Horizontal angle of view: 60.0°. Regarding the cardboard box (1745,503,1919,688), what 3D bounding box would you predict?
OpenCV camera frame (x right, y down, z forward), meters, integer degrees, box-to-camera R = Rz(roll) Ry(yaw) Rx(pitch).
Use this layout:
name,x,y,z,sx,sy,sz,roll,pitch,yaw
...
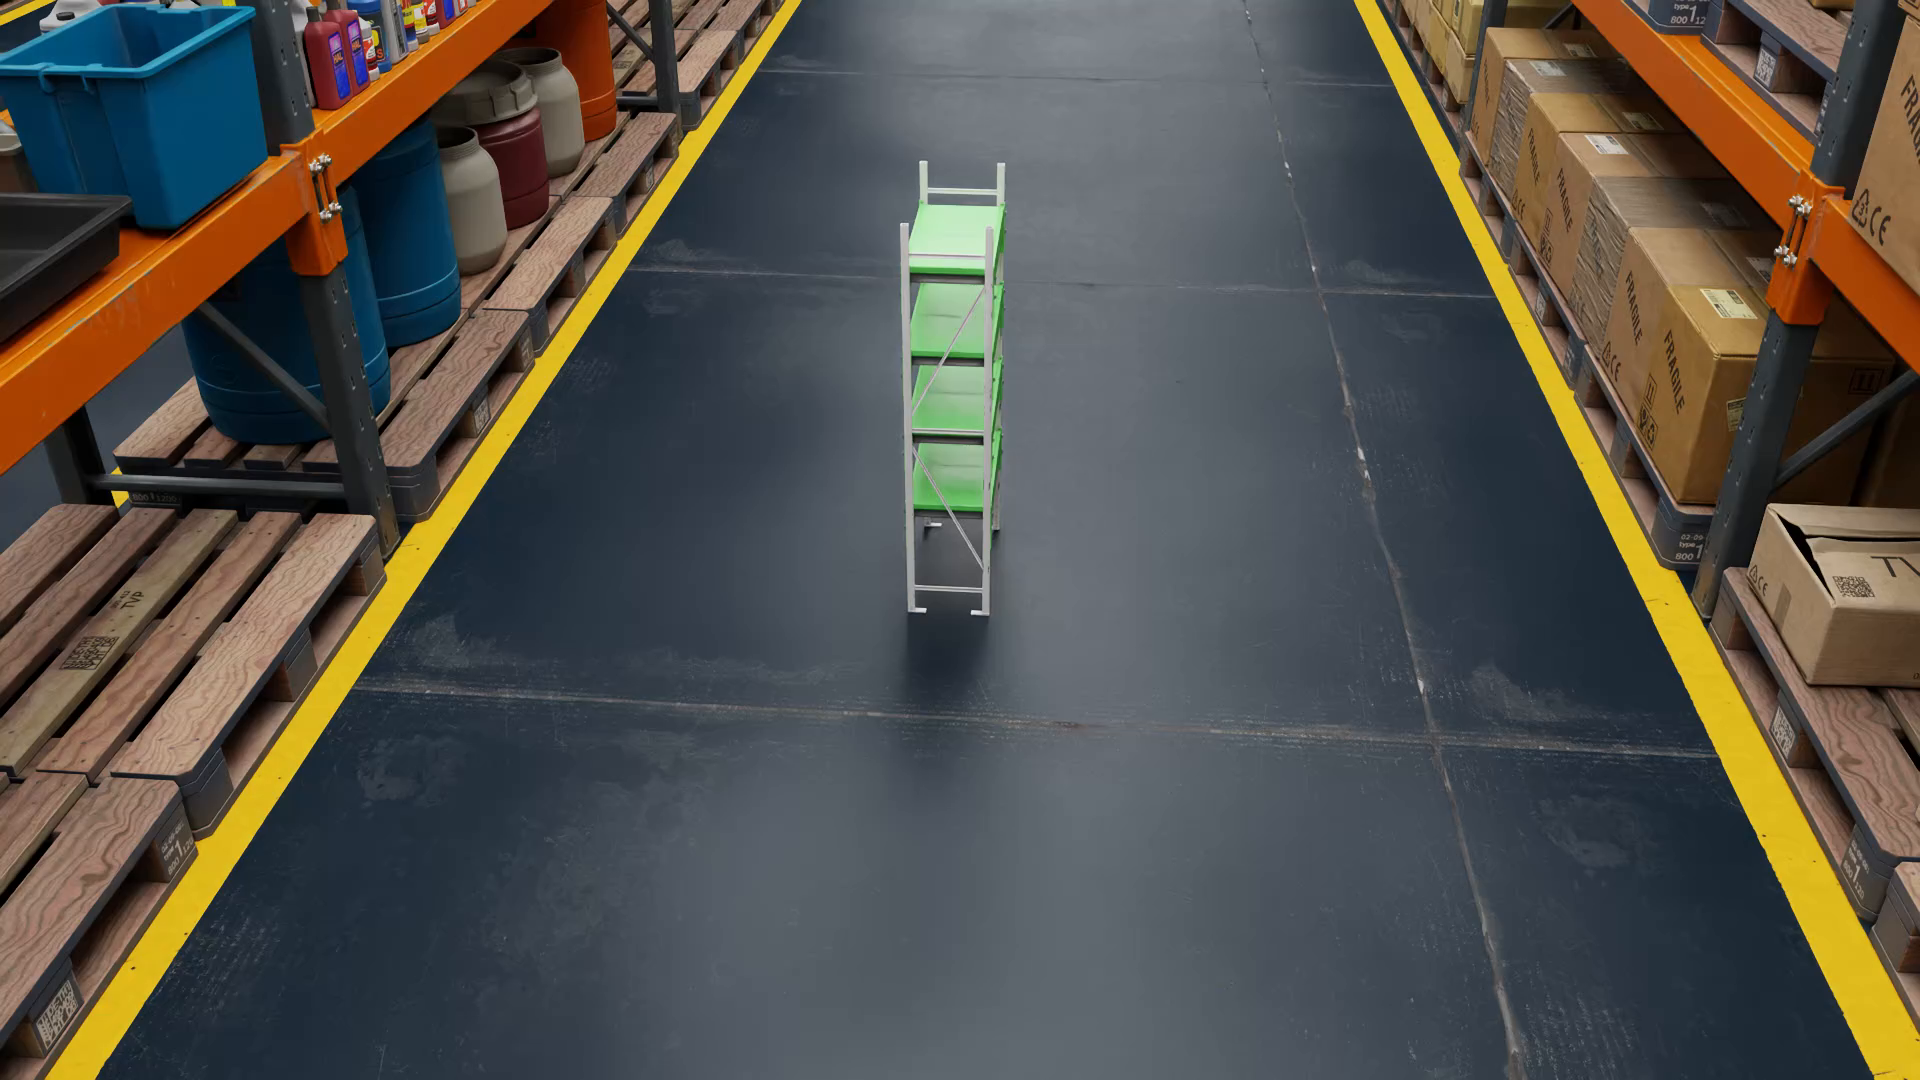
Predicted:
name,x,y,z,sx,sy,sz,roll,pitch,yaw
cardboard box,2.423,0.119,4.342,0.500,0.311,0.500,2,32,4

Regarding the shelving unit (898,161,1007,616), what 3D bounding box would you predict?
name,x,y,z,sx,sy,sz,roll,pitch,yaw
shelving unit,-0.013,-0.424,4.795,0.258,1.200,0.503,2,32,4

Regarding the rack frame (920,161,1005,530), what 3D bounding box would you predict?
name,x,y,z,sx,sy,sz,roll,pitch,yaw
rack frame,0.006,-0.552,5.002,0.240,1.200,0.015,2,32,4

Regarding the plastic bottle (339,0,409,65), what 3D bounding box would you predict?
name,x,y,z,sx,sy,sz,roll,pitch,yaw
plastic bottle,-1.817,-1.627,5.149,0.152,0.276,0.135,2,32,4

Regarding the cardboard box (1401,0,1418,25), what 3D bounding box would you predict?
name,x,y,z,sx,sy,sz,roll,pitch,yaw
cardboard box,2.919,-3.236,9.862,0.500,0.250,0.500,3,32,5

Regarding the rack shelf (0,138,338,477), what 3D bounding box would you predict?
name,x,y,z,sx,sy,sz,roll,pitch,yaw
rack shelf,-2.427,0.090,2.931,1.077,0.370,4.000,2,32,4

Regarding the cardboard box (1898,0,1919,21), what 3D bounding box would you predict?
name,x,y,z,sx,sy,sz,roll,pitch,yaw
cardboard box,2.354,-1.283,3.424,0.500,0.500,0.500,3,32,5

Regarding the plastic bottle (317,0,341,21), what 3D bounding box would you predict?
name,x,y,z,sx,sy,sz,roll,pitch,yaw
plastic bottle,-1.943,-1.590,5.161,0.097,0.201,0.097,0,32,0

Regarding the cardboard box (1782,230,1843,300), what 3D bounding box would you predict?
name,x,y,z,sx,sy,sz,roll,pitch,yaw
cardboard box,2.987,-0.694,5.480,0.500,0.500,0.500,3,32,5

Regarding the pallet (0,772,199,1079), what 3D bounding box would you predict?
name,x,y,z,sx,sy,sz,roll,pitch,yaw
pallet,-2.382,0.951,3.506,1.003,0.211,1.213,2,32,4

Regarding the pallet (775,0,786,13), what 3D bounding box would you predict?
name,x,y,z,sx,sy,sz,roll,pitch,yaw
pallet,-1.638,-3.846,11.290,1.003,0.211,1.213,2,32,4

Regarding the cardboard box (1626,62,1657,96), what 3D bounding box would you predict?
name,x,y,z,sx,sy,sz,roll,pitch,yaw
cardboard box,3.156,-1.764,7.217,0.500,0.500,0.500,4,32,6

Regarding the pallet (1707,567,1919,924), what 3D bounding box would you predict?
name,x,y,z,sx,sy,sz,roll,pitch,yaw
pallet,2.616,0.497,4.242,1.003,0.211,1.213,2,32,4

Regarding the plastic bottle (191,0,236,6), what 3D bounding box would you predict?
name,x,y,z,sx,sy,sz,roll,pitch,yaw
plastic bottle,-2.372,-1.730,5.245,0.144,0.351,0.185,2,32,4

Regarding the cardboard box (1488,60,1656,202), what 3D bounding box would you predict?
name,x,y,z,sx,sy,sz,roll,pitch,yaw
cardboard box,2.639,-1.764,7.216,0.500,0.500,0.500,1,32,2

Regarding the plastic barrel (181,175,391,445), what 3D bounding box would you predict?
name,x,y,z,sx,sy,sz,roll,pitch,yaw
plastic barrel,-2.203,-0.832,5.340,0.600,0.901,0.708,2,32,4

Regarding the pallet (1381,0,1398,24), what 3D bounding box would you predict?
name,x,y,z,sx,sy,sz,roll,pitch,yaw
pallet,3.303,-3.658,10.984,1.003,0.211,1.213,2,32,4

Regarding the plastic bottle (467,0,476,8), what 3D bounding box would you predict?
name,x,y,z,sx,sy,sz,roll,pitch,yaw
plastic bottle,-1.734,-1.947,5.740,0.097,0.201,0.097,0,32,0

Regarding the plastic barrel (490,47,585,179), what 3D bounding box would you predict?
name,x,y,z,sx,sy,sz,roll,pitch,yaw
plastic barrel,-1.918,-1.918,7.474,0.421,0.512,0.421,0,32,0

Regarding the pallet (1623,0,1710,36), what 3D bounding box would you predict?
name,x,y,z,sx,sy,sz,roll,pitch,yaw
pallet,2.845,-2.042,5.887,1.003,0.211,1.213,2,32,4

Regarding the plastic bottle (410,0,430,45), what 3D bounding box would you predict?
name,x,y,z,sx,sy,sz,roll,pitch,yaw
plastic bottle,-1.772,-1.705,5.347,0.097,0.201,0.097,0,32,0

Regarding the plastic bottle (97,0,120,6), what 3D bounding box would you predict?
name,x,y,z,sx,sy,sz,roll,pitch,yaw
plastic bottle,-2.581,-1.556,5.026,0.061,0.283,0.133,2,32,4

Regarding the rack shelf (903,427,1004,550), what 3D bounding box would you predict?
name,x,y,z,sx,sy,sz,roll,pitch,yaw
rack shelf,-0.013,-0.166,4.954,0.258,0.148,0.480,2,32,4

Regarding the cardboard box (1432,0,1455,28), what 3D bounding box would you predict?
name,x,y,z,sx,sy,sz,roll,pitch,yaw
cardboard box,2.831,-2.944,8.854,0.500,0.311,0.500,2,32,3

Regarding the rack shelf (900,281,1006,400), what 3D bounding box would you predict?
name,x,y,z,sx,sy,sz,roll,pitch,yaw
rack shelf,-0.013,-0.574,4.702,0.258,0.148,0.480,2,32,4

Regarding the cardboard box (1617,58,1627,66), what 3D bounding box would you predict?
name,x,y,z,sx,sy,sz,roll,pitch,yaw
cardboard box,3.334,-2.410,8.522,0.500,0.250,0.500,2,32,4

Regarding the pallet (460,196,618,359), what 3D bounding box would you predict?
name,x,y,z,sx,sy,sz,roll,pitch,yaw
pallet,-2.063,-1.117,6.861,1.003,0.211,1.213,2,32,4

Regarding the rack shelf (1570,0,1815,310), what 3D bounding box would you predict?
name,x,y,z,sx,sy,sz,roll,pitch,yaw
rack shelf,2.835,-1.788,5.979,1.077,0.370,4.000,2,32,4

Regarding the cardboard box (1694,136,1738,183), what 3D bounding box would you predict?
name,x,y,z,sx,sy,sz,roll,pitch,yaw
cardboard box,3.077,-1.219,6.333,0.500,0.500,0.500,1,32,2

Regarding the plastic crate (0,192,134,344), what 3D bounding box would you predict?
name,x,y,z,sx,sy,sz,roll,pitch,yaw
plastic crate,-2.087,-0.574,3.527,0.437,0.125,0.590,2,32,4

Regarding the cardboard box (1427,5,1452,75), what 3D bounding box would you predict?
name,x,y,z,sx,sy,sz,roll,pitch,yaw
cardboard box,2.836,-2.704,8.999,0.500,0.250,0.500,2,32,3

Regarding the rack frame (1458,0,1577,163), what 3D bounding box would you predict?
name,x,y,z,sx,sy,sz,roll,pitch,yaw
rack frame,2.998,-3.140,7.487,1.000,3.000,0.127,2,32,4

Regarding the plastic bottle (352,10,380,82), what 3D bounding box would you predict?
name,x,y,z,sx,sy,sz,roll,pitch,yaw
plastic bottle,-1.807,-1.482,4.985,0.097,0.201,0.097,0,32,0

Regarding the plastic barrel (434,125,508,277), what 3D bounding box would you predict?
name,x,y,z,sx,sy,sz,roll,pitch,yaw
plastic barrel,-2.010,-1.327,6.516,0.421,0.512,0.421,0,32,0

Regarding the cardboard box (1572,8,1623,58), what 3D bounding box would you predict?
name,x,y,z,sx,sy,sz,roll,pitch,yaw
cardboard box,3.334,-2.649,8.375,0.500,0.311,0.500,3,32,6

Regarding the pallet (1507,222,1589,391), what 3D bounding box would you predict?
name,x,y,z,sx,sy,sz,roll,pitch,yaw
pallet,2.798,-0.928,6.555,1.003,0.211,1.213,2,32,4

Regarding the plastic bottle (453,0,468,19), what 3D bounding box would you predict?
name,x,y,z,sx,sy,sz,roll,pitch,yaw
plastic bottle,-1.771,-1.919,5.624,0.152,0.276,0.135,2,32,4

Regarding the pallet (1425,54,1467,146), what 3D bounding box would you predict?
name,x,y,z,sx,sy,sz,roll,pitch,yaw
pallet,3.104,-2.382,8.914,1.003,0.211,1.213,2,32,4

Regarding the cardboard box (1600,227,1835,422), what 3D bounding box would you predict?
name,x,y,z,sx,sy,sz,roll,pitch,yaw
cardboard box,2.476,-0.700,5.491,0.500,0.500,0.500,3,32,4

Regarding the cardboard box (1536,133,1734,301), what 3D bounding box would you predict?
name,x,y,z,sx,sy,sz,roll,pitch,yaw
cardboard box,2.556,-1.229,6.348,0.500,0.500,0.500,1,32,2

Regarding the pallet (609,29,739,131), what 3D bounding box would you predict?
name,x,y,z,sx,sy,sz,roll,pitch,yaw
pallet,-1.837,-2.570,9.220,1.003,0.211,1.213,2,32,4

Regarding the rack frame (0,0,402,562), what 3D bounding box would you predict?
name,x,y,z,sx,sy,sz,roll,pitch,yaw
rack frame,-2.264,-1.262,4.439,1.000,3.000,0.127,2,32,4

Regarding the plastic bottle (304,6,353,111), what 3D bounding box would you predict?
name,x,y,z,sx,sy,sz,roll,pitch,yaw
plastic bottle,-1.809,-1.386,4.751,0.061,0.283,0.133,2,32,4

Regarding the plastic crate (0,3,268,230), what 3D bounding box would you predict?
name,x,y,z,sx,sy,sz,roll,pitch,yaw
plastic crate,-1.962,-1.022,4.008,0.392,0.384,0.575,2,32,4
